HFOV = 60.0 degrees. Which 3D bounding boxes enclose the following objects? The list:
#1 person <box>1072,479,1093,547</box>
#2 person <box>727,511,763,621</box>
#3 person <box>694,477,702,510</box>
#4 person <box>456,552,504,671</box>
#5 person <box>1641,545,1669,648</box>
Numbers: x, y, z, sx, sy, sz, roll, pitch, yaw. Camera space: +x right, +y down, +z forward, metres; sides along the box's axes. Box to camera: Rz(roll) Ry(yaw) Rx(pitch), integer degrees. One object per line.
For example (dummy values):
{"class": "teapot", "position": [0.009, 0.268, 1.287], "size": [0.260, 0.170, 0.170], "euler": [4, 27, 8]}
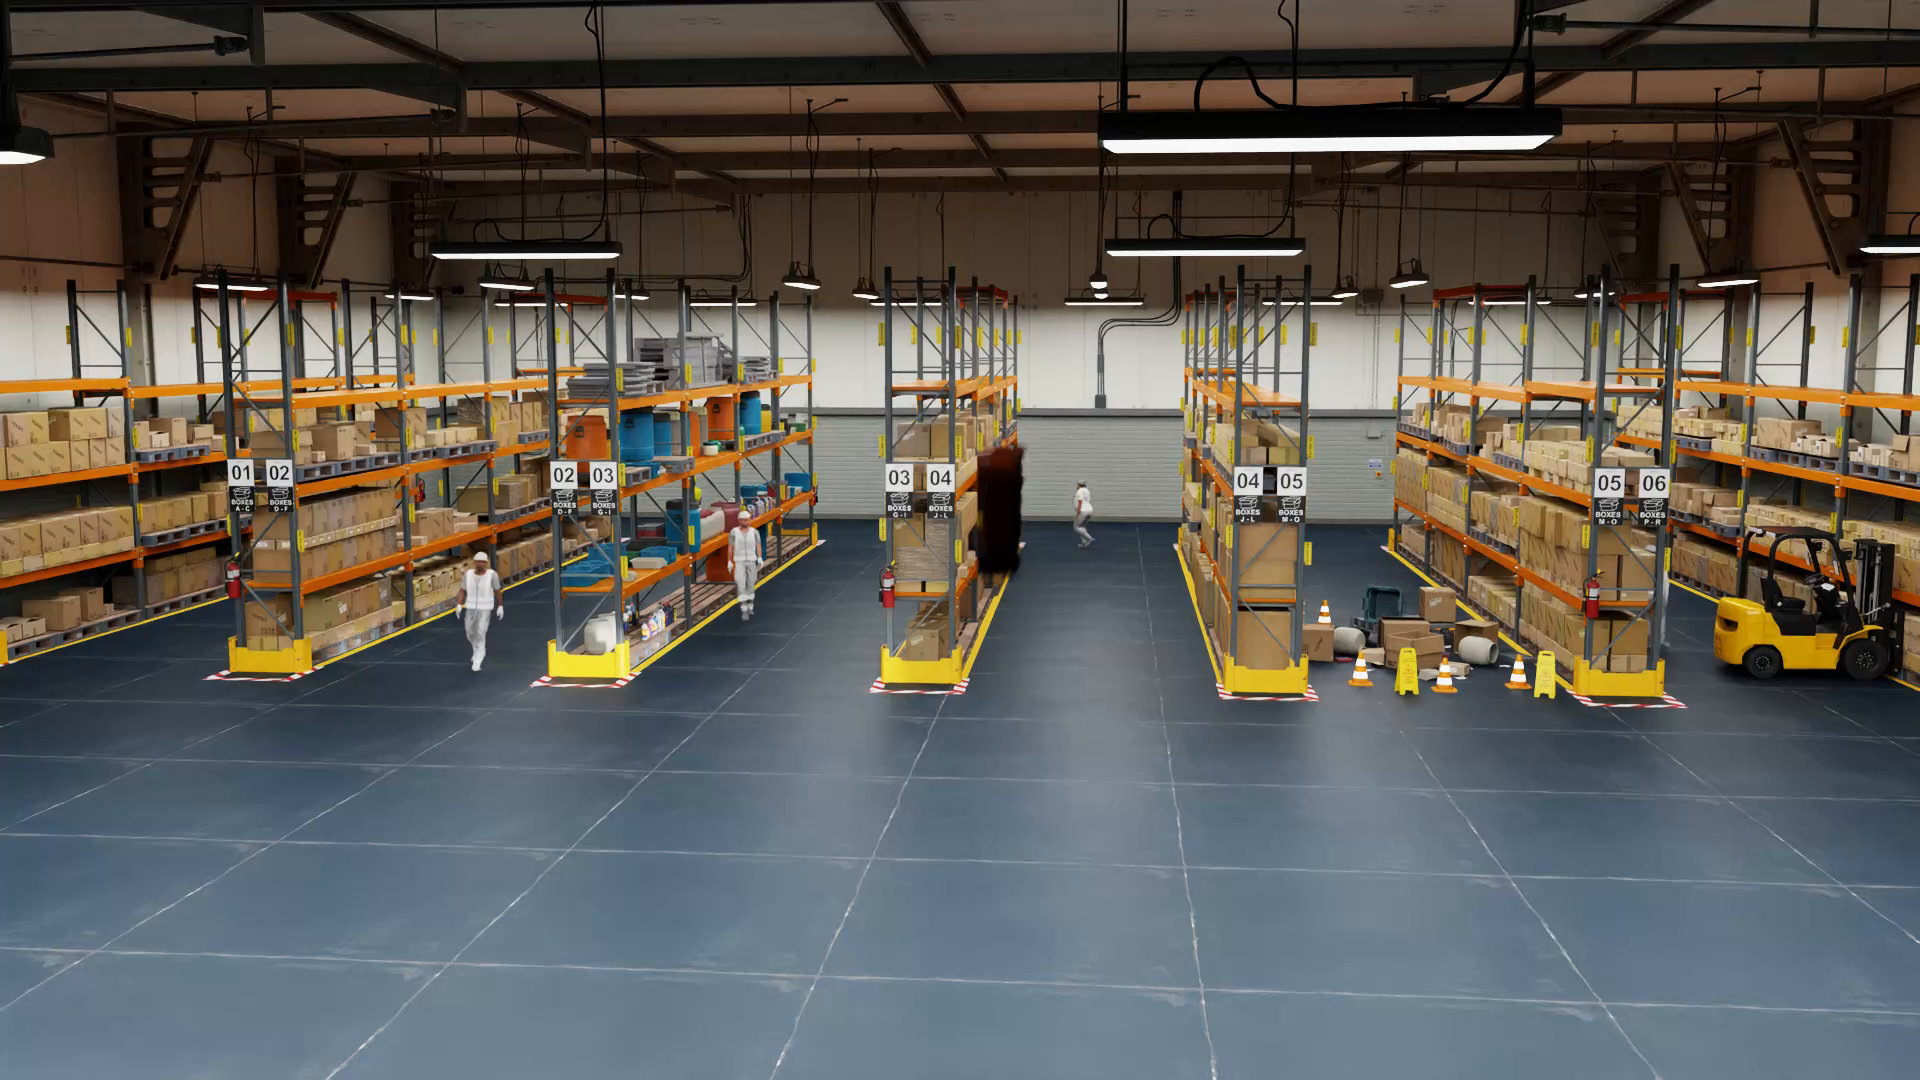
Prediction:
{"class": "person", "position": [2.968, -0.637, 39.820], "size": [0.585, 1.640, 0.556], "euler": [5, 9, 35]}
{"class": "person", "position": [-3.602, 0.426, 28.110], "size": [0.580, 1.805, 0.731], "euler": [-2, 7, -19]}
{"class": "person", "position": [-6.340, -0.625, 39.330], "size": [0.723, 1.777, 0.622], "euler": [4, 8, 29]}
{"class": "person", "position": [-7.327, 1.073, 25.394], "size": [0.656, 1.802, 0.734], "euler": [0, 7, -2]}
{"class": "person", "position": [11.178, 0.928, 26.818], "size": [0.512, 1.674, 0.516], "euler": [0, 7, 4]}
